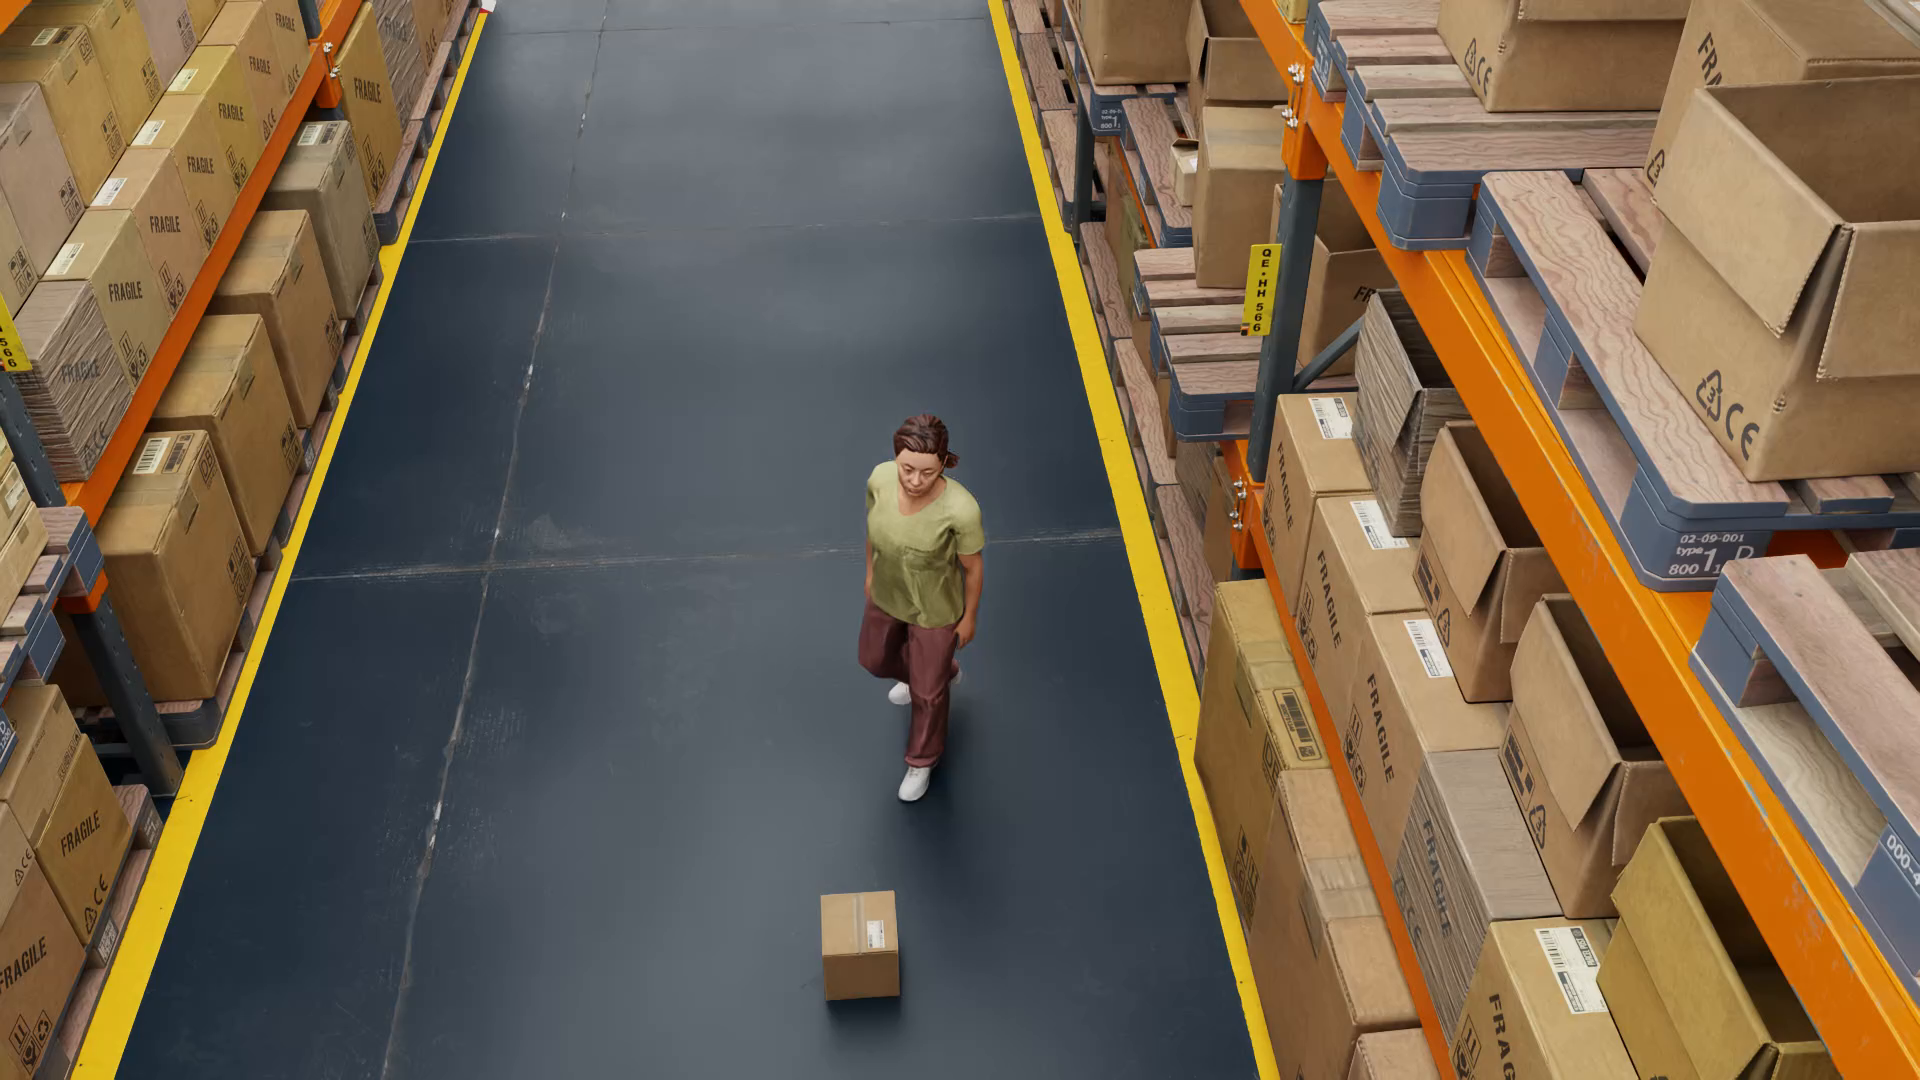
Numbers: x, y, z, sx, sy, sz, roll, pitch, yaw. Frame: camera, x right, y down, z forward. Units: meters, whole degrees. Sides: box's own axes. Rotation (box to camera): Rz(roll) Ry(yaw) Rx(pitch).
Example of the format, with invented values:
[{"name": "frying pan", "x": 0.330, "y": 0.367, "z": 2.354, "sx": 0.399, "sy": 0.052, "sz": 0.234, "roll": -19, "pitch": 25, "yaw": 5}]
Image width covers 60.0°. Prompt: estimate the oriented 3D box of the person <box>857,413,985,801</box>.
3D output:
[{"name": "person", "x": -0.113, "y": 0.176, "z": 5.939, "sx": 0.504, "sy": 1.669, "sz": 0.581, "roll": 21, "pitch": 44, "yaw": 24}]
